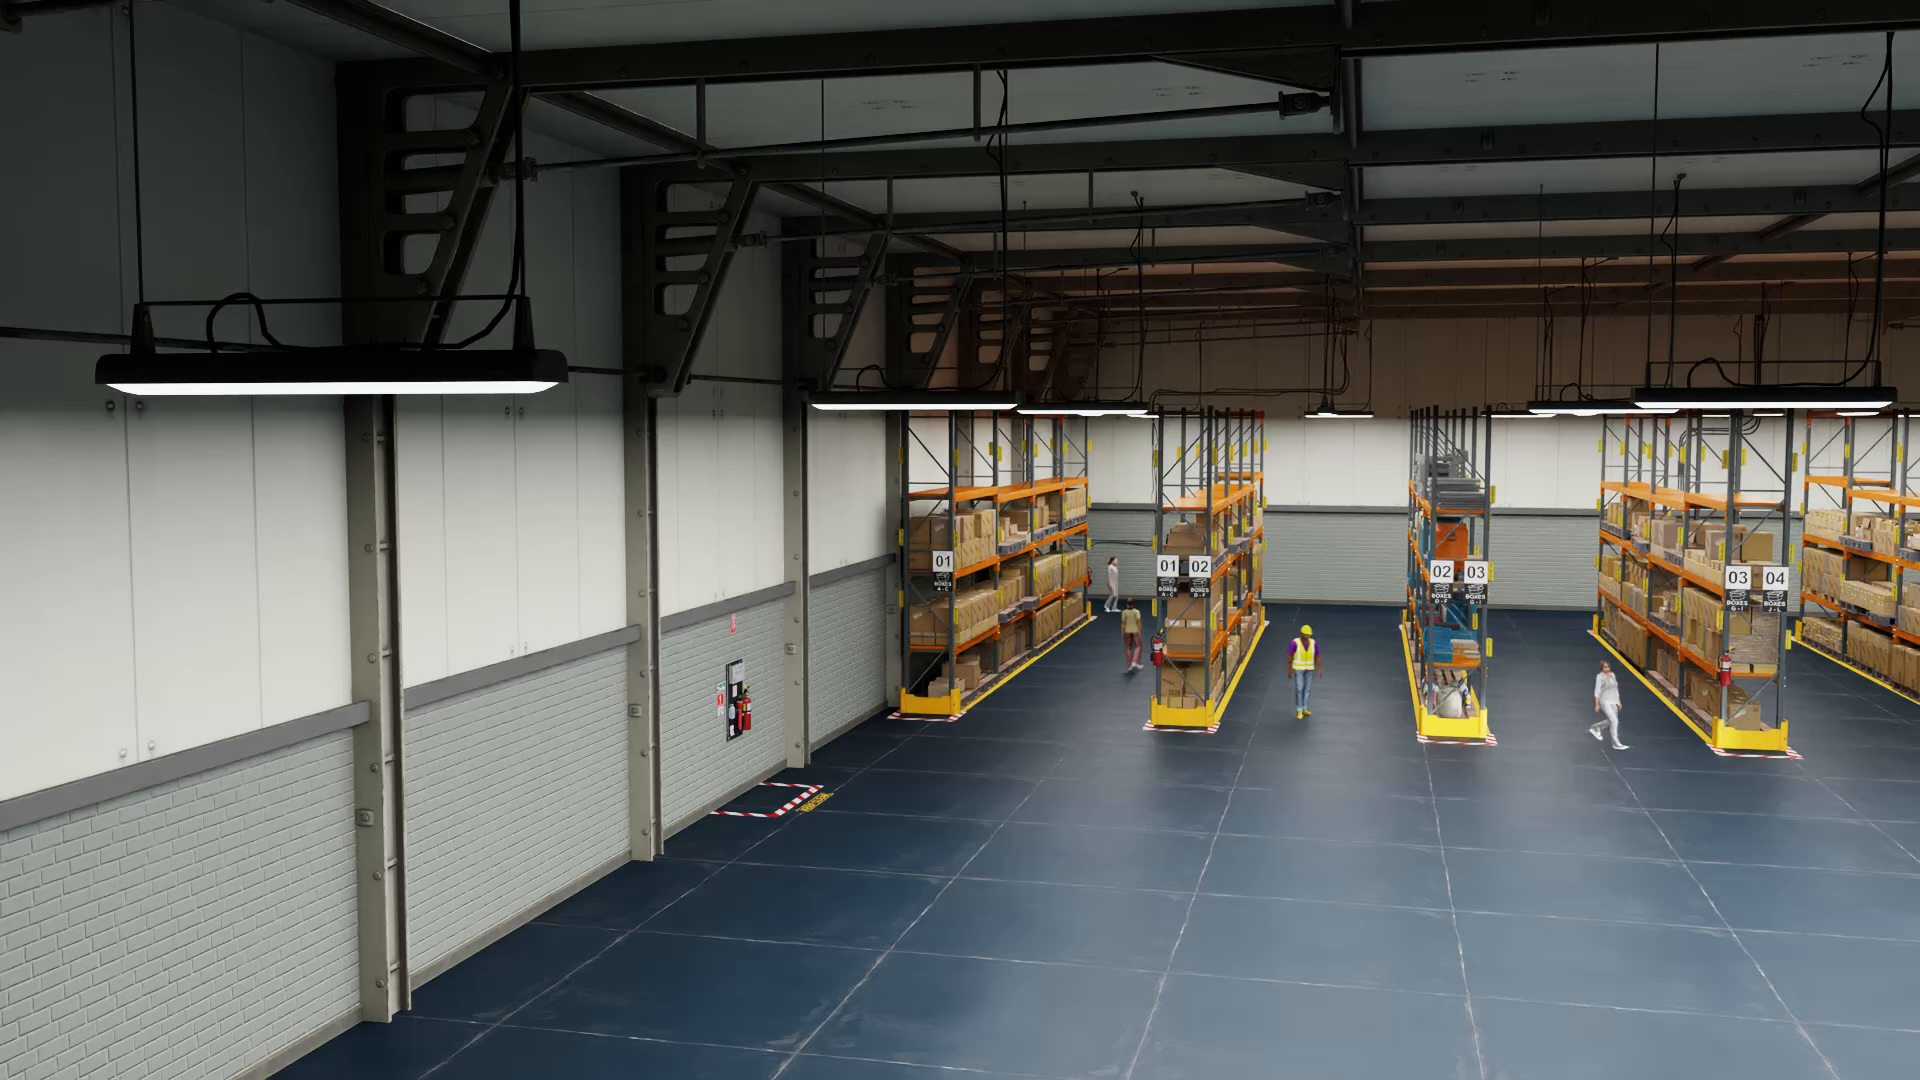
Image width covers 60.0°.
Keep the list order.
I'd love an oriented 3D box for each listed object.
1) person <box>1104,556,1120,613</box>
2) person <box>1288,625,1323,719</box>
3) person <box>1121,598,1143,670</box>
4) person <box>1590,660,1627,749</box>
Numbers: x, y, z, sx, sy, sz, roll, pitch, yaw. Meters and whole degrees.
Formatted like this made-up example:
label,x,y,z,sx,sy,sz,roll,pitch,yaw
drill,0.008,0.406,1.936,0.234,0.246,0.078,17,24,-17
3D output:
label,x,y,z,sx,sy,sz,roll,pitch,yaw
person,4.553,1.322,49.606,0.434,1.687,0.492,3,5,32
person,6.667,2.550,32.172,0.629,1.832,0.510,-1,4,-7
person,3.947,2.160,38.095,0.514,1.669,0.498,1,4,7
person,11.337,2.854,29.114,0.419,1.540,0.828,-2,5,-30
